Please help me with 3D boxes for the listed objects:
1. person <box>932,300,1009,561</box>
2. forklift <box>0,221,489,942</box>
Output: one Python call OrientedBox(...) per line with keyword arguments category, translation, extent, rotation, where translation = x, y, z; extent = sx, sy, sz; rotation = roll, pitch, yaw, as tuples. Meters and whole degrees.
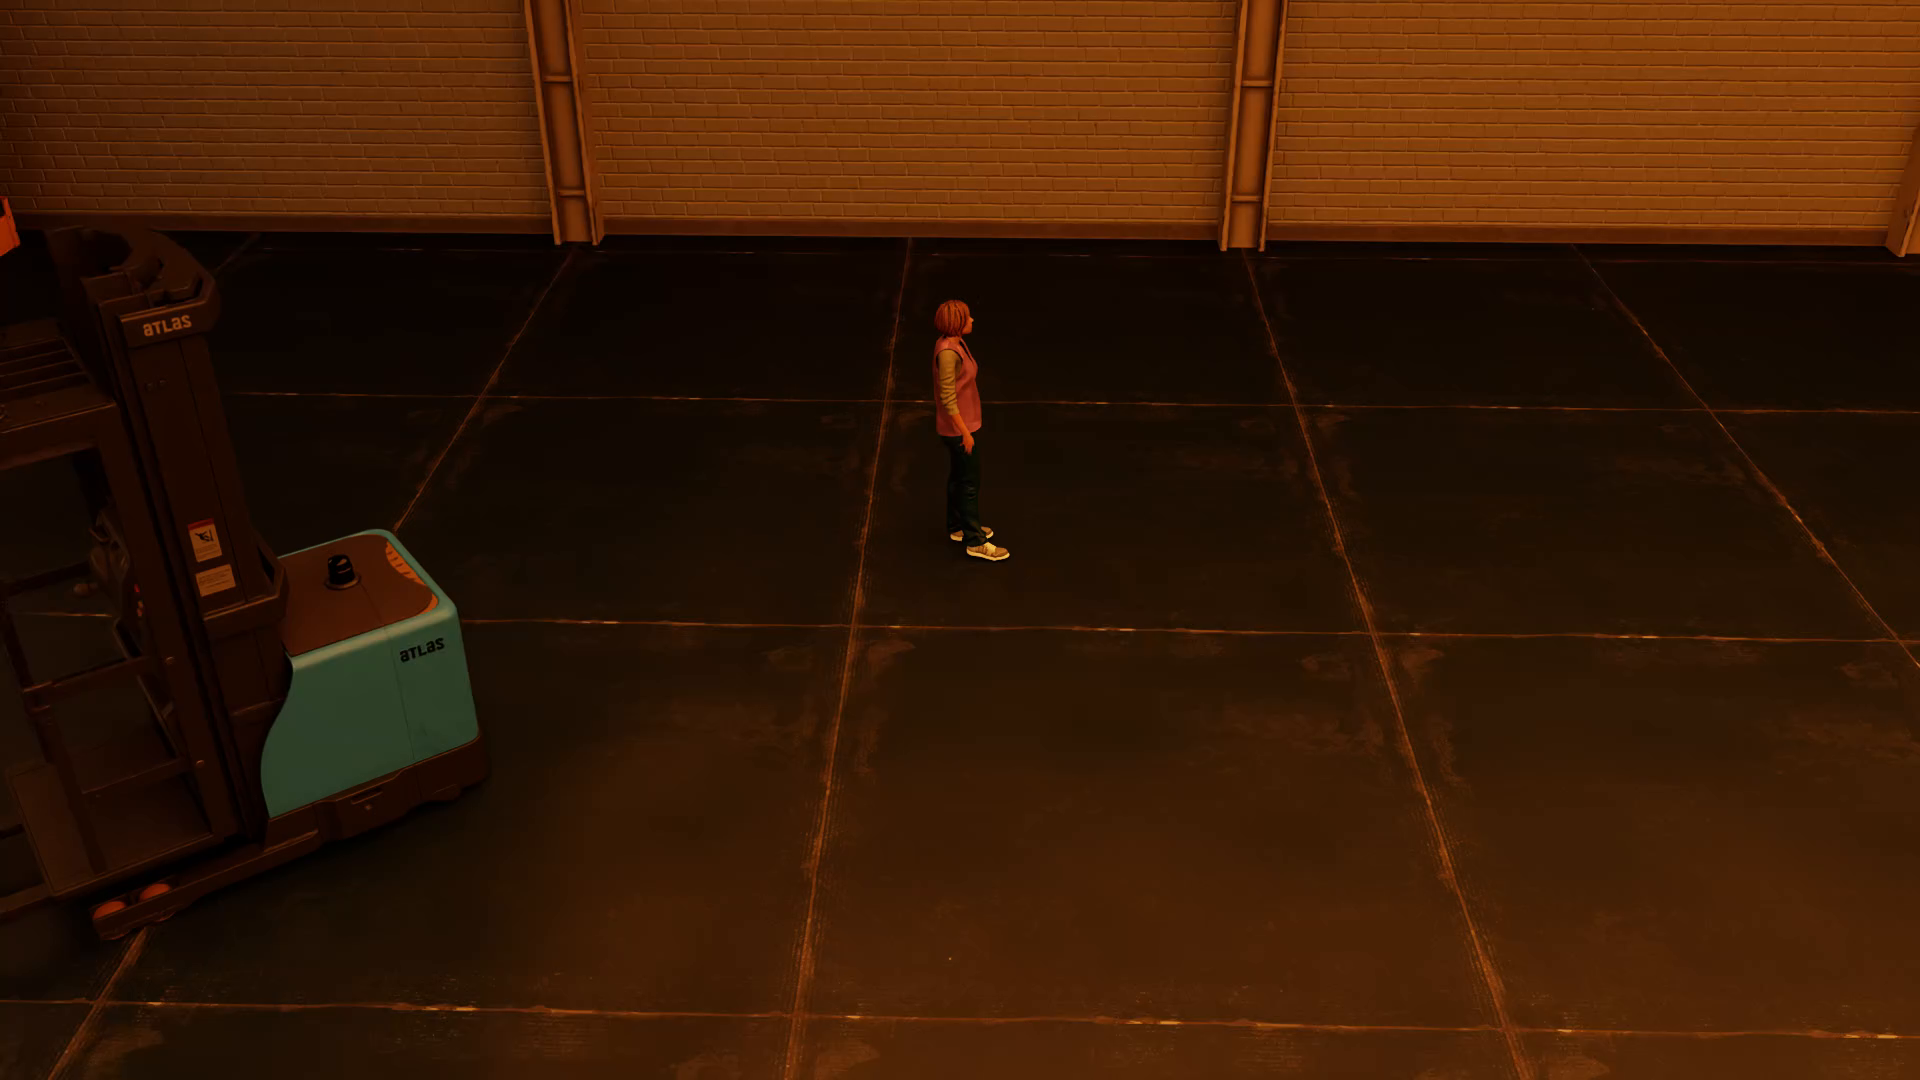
OrientedBox(category="person", translation=(0.074, -0.686, 10.077), extent=(0.473, 1.599, 0.520), rotation=(1, 31, 1))
OrientedBox(category="forklift", translation=(-3.863, 0.223, 7.237), extent=(3.031, 2.935, 1.130), rotation=(-21, 36, -31))
